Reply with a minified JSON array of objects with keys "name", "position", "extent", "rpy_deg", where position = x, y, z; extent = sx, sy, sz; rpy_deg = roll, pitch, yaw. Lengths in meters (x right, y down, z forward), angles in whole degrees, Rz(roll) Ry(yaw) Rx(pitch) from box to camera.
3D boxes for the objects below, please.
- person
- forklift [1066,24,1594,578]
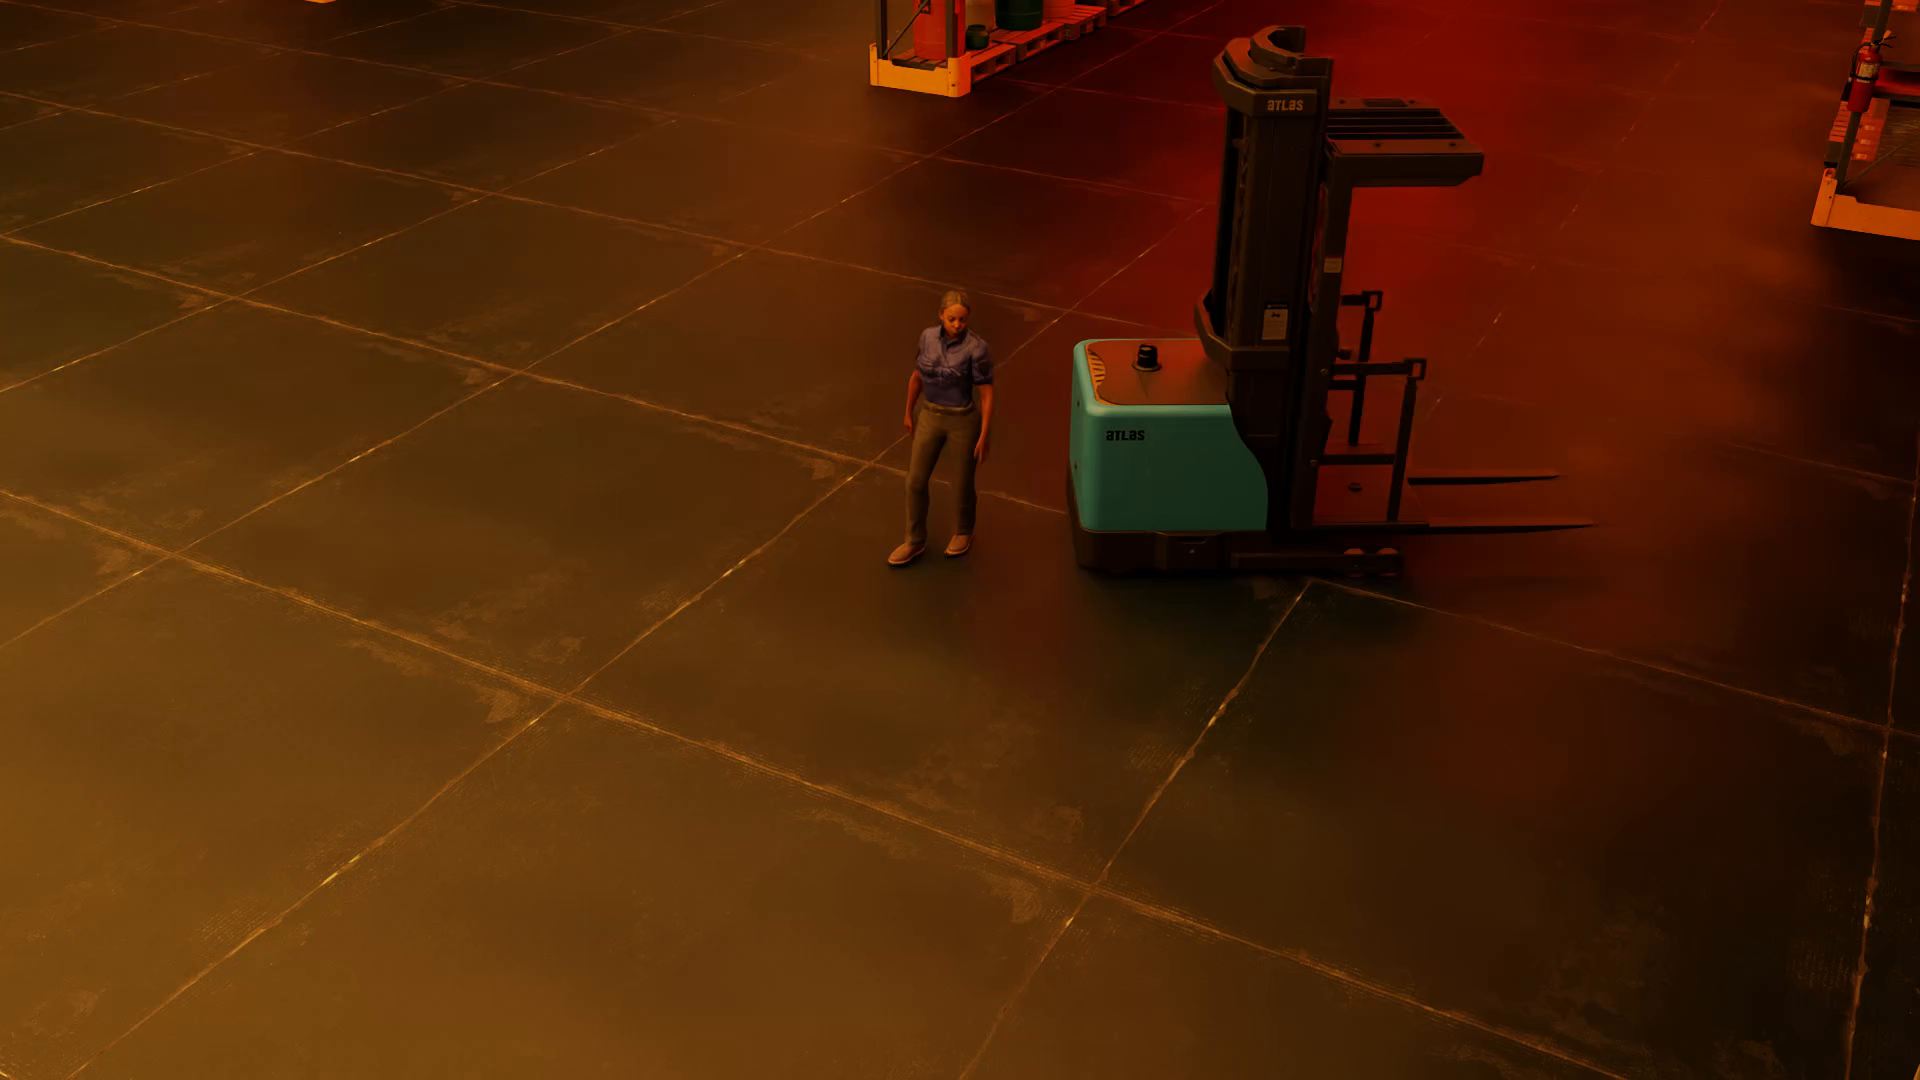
[{"name":"person","position":[-0.085,-0.622,9.447],"extent":[0.597,1.638,0.563],"rpy_deg":[11,32,19]},{"name":"forklift","position":[2.186,-1.319,9.355],"extent":[3.031,2.935,1.130],"rpy_deg":[-1,30,-1]}]
